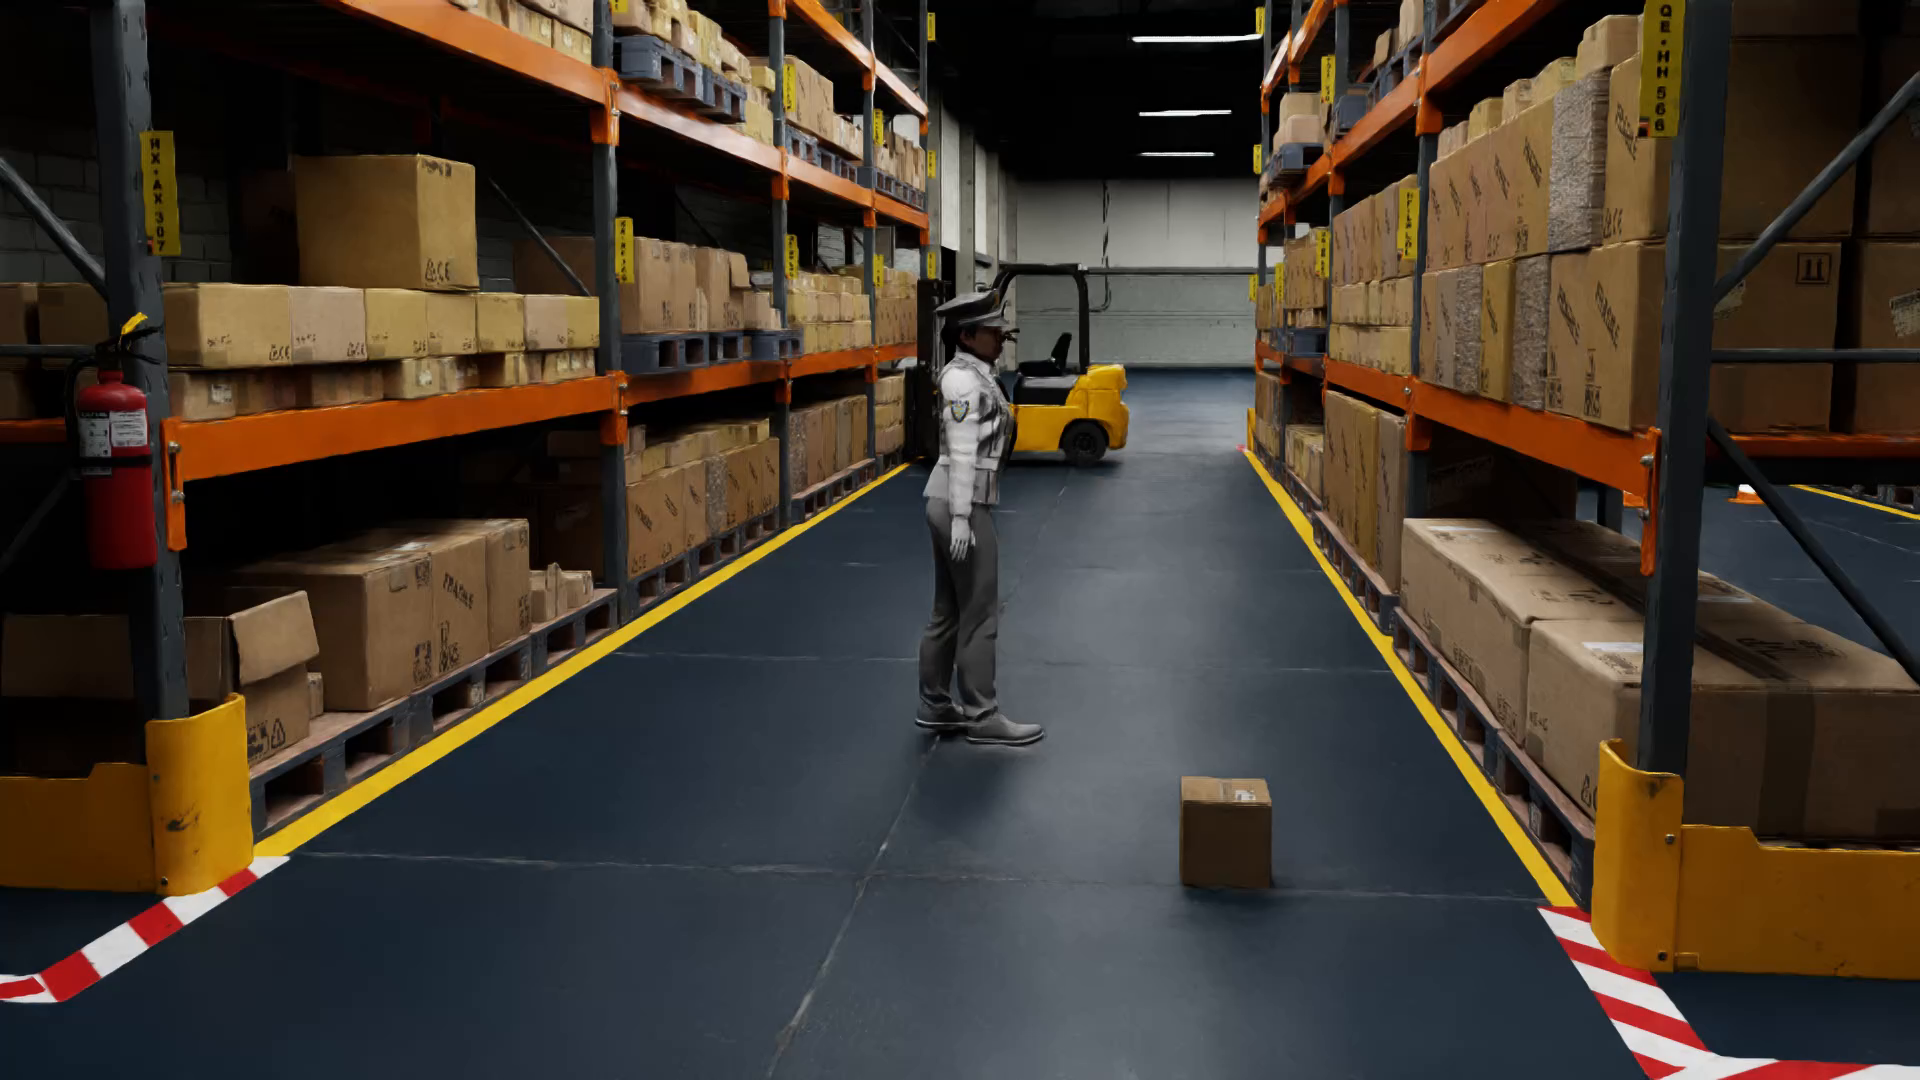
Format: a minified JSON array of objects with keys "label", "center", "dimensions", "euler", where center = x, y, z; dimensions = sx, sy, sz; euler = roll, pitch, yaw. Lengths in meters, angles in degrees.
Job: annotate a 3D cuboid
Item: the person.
[{"label":"person","center":[0.071,-0.083,6.162],"dimensions":[0.488,1.679,0.648],"euler":[0,8,2]}]
